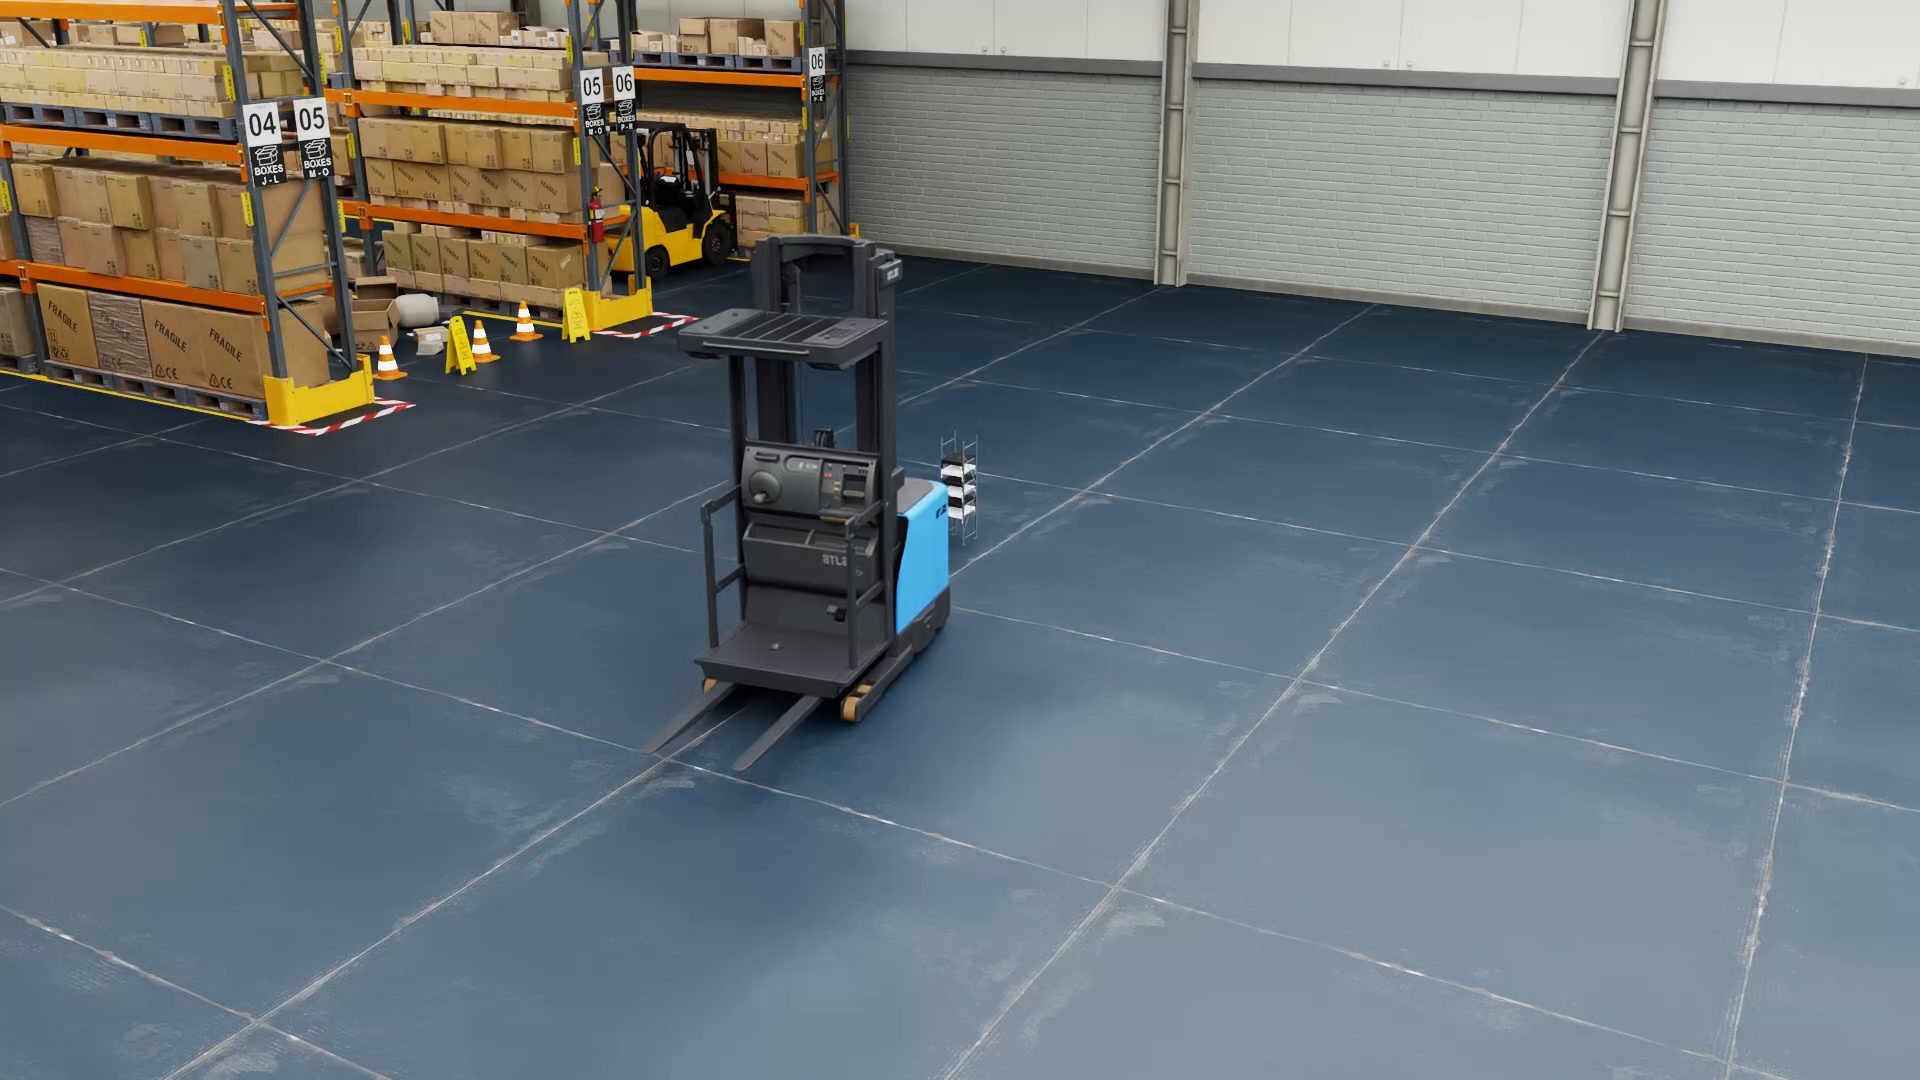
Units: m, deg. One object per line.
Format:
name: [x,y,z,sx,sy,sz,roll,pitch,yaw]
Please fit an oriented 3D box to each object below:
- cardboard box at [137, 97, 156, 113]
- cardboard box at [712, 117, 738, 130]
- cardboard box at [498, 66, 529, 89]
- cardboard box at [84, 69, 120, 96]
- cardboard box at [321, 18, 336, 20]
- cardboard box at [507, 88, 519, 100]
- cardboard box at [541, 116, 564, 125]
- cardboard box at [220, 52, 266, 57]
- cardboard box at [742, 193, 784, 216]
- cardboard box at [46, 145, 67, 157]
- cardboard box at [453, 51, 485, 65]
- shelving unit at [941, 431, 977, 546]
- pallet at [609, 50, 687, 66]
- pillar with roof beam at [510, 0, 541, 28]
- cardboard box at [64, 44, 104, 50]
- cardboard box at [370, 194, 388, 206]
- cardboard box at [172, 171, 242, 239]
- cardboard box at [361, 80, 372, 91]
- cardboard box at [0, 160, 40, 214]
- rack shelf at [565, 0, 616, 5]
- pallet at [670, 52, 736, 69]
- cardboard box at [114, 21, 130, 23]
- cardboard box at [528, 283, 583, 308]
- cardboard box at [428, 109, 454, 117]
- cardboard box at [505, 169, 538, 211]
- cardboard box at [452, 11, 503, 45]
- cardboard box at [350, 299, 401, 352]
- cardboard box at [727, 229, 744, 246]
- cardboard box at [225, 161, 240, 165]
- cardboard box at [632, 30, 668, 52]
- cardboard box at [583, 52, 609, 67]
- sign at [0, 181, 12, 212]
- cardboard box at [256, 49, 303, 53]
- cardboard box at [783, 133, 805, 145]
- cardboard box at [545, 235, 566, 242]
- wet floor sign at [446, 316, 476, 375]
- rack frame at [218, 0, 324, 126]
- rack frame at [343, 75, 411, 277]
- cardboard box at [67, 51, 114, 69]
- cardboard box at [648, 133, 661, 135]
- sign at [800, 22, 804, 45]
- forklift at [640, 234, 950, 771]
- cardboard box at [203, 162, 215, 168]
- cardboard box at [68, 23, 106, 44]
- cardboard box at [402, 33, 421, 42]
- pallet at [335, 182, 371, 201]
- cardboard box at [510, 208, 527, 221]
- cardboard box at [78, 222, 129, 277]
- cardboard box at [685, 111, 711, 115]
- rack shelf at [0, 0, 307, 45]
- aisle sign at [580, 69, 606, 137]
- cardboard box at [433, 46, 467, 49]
cardboard box: [-8.108,-4.435,16.898,0.250,0.149,0.380,10,22,27]
cardboard box: [-3.599,-6.414,25.615,0.250,0.149,0.380,11,23,28]
cardboard box: [-5.448,-5.837,20.943,0.500,0.250,0.500,10,22,27]
cardboard box: [-8.641,-4.748,17.177,0.500,0.250,0.500,11,23,28]
cardboard box: [-11.280,-9.227,29.675,0.250,0.149,0.380,10,22,26]
cardboard box: [-5.523,-5.681,21.097,0.250,0.149,0.380,11,23,28]
cardboard box: [-6.635,-6.849,27.250,0.250,0.149,0.380,10,22,26]
cardboard box: [-7.342,-4.920,17.068,0.250,0.149,0.380,10,22,27]
cardboard box: [-3.023,-5.185,25.710,0.500,0.250,0.500,11,23,28]
cardboard box: [-13.771,-6.098,25.763,0.500,0.250,0.500,11,23,28]
cardboard box: [-6.232,-6.145,21.207,0.250,0.149,0.380,11,23,29]
shelving unit: [-0.007,-0.424,13.715,0.210,0.900,0.258,11,23,27]
pallet: [-4.755,-7.643,26.266,1.213,0.211,1.003,11,23,27]
pillar with roof beam: [-9.526,-8.664,24.552,0.400,9.000,9.100,11,23,27]
cardboard box: [-9.560,-5.343,18.233,0.250,0.149,0.380,11,23,27]
cardboard box: [-7.811,-4.664,22.692,0.250,0.149,0.380,11,23,27]
cardboard box: [-7.594,-3.490,17.283,0.550,0.550,0.875,11,23,27]
cardboard box: [-7.776,-6.096,22.241,0.250,0.149,0.380,10,22,26]
cardboard box: [-10.692,-4.037,18.984,0.500,0.500,0.700,10,22,26]
rack shelf: [-6.184,-7.078,21.241,4.000,0.370,1.077,11,23,27]
pallet: [-3.694,-7.439,25.706,1.213,0.211,1.003,11,23,27]
cardboard box: [-15.724,-9.970,31.603,0.500,0.250,0.500,11,22,27]
cardboard box: [-5.296,-3.228,21.781,0.500,0.250,0.500,11,23,27]
cardboard box: [-8.870,-7.285,28.451,0.250,0.149,0.380,12,23,29]
cardboard box: [-5.481,-4.545,21.412,0.500,0.500,0.500,11,23,27]
cardboard box: [-8.002,-8.528,27.668,0.500,0.500,0.700,10,22,26]
cardboard box: [-7.206,-2.630,20.377,0.637,0.503,0.797,-4,20,-10]
cardboard box: [-3.447,-4.803,26.125,0.500,0.250,0.500,11,23,28]
cardboard box: [-10.217,-5.665,23.884,0.500,0.500,0.500,11,23,28]
cardboard box: [-4.905,-7.810,25.966,0.500,0.311,0.500,11,23,28]
cardboard box: [-4.649,-6.051,20.949,0.250,0.149,0.380,11,22,27]
sign: [-10.512,-3.783,18.315,0.005,0.325,0.100,11,23,27]
cardboard box: [-9.394,-6.692,23.119,0.500,0.250,0.500,11,23,28]
cardboard box: [-2.460,-6.069,25.100,0.250,0.149,0.380,11,23,28]
cardboard box: [-5.487,-3.828,22.336,0.500,0.500,0.500,10,22,25]
wet floor sign: [-5.773,-2.252,19.128,0.232,0.644,0.267,7,21,18]
rack frame: [-6.764,-5.595,16.092,0.127,3.000,1.000,11,23,27]
rack frame: [-7.930,-4.930,23.057,0.127,3.000,1.000,11,23,27]
cardboard box: [-8.992,-4.978,17.227,0.250,0.149,0.380,11,23,27]
cardboard box: [-4.715,-6.488,26.255,0.250,0.149,0.380,11,23,28]
sign: [-2.297,-7.373,24.211,0.005,0.325,0.100,11,23,27]
forklift: [-1.053,-0.366,10.577,1.130,2.935,3.031,7,21,19]
cardboard box: [-10.782,-5.449,24.240,0.250,0.149,0.380,9,22,24]
cardboard box: [-13.102,-7.456,24.861,0.500,0.500,0.500,11,23,28]
cardboard box: [-9.432,-8.588,28.378,0.250,0.149,0.380,11,23,28]
pallet: [-8.526,-5.010,23.560,1.213,0.211,1.003,11,23,27]
cardboard box: [-5.597,-4.237,21.516,0.250,0.149,0.380,11,23,28]
cardboard box: [-9.023,-3.243,18.186,0.550,0.550,0.875,11,23,27]
cardboard box: [-4.184,-6.771,26.598,0.250,0.149,0.380,10,22,26]
rack shelf: [-8.510,-5.401,17.199,4.000,0.370,1.077,11,23,27]
aisle sign: [-4.525,-5.390,20.514,0.004,0.787,0.394,11,23,27]
cardboard box: [-6.808,-6.515,22.226,0.250,0.149,0.380,12,23,29]
